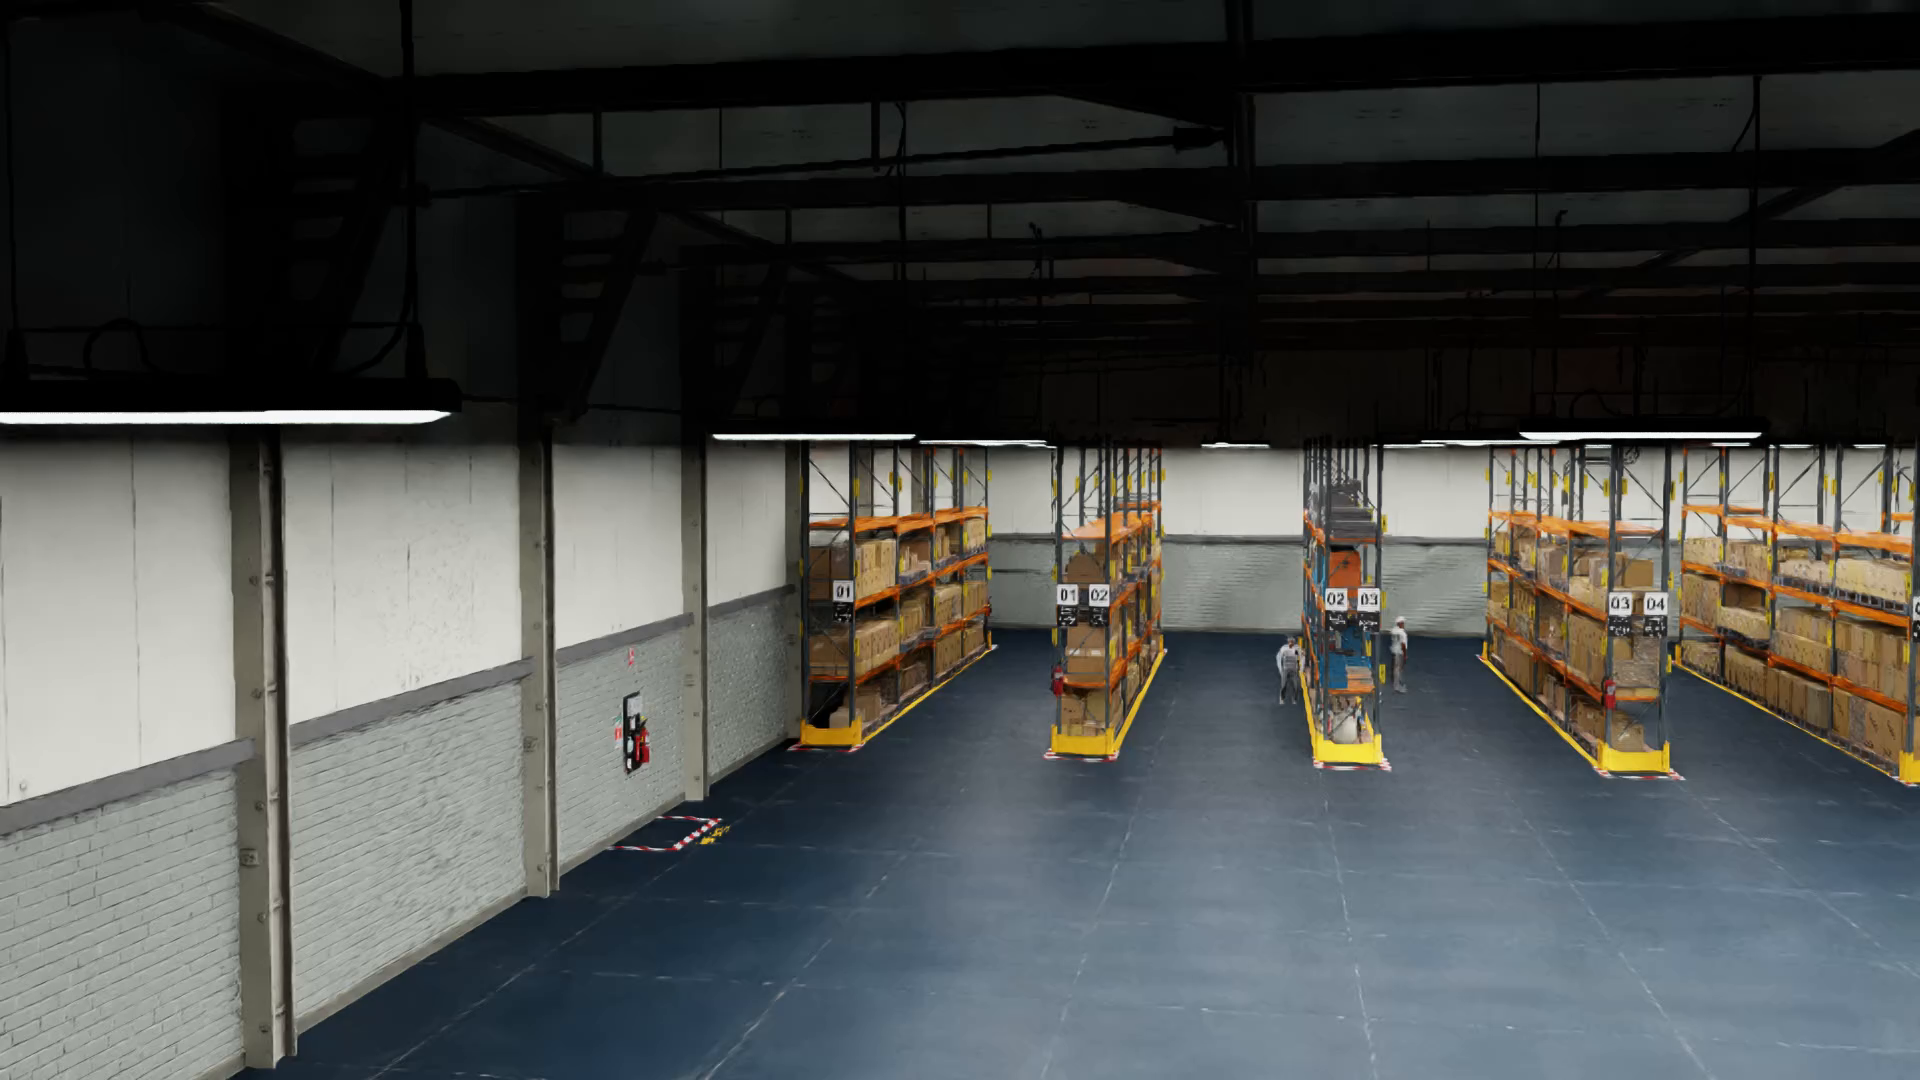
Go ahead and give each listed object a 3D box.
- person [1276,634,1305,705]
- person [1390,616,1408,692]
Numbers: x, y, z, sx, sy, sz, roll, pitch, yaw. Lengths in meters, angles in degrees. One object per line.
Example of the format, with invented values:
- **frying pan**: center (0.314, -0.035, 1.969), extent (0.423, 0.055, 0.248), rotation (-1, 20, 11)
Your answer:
- **person**: center (7.411, 2.898, 37.284), extent (0.639, 1.632, 0.506), rotation (1, 3, 9)
- **person**: center (10.467, 2.683, 39.483), extent (0.469, 1.766, 0.642), rotation (-1, 3, -11)
